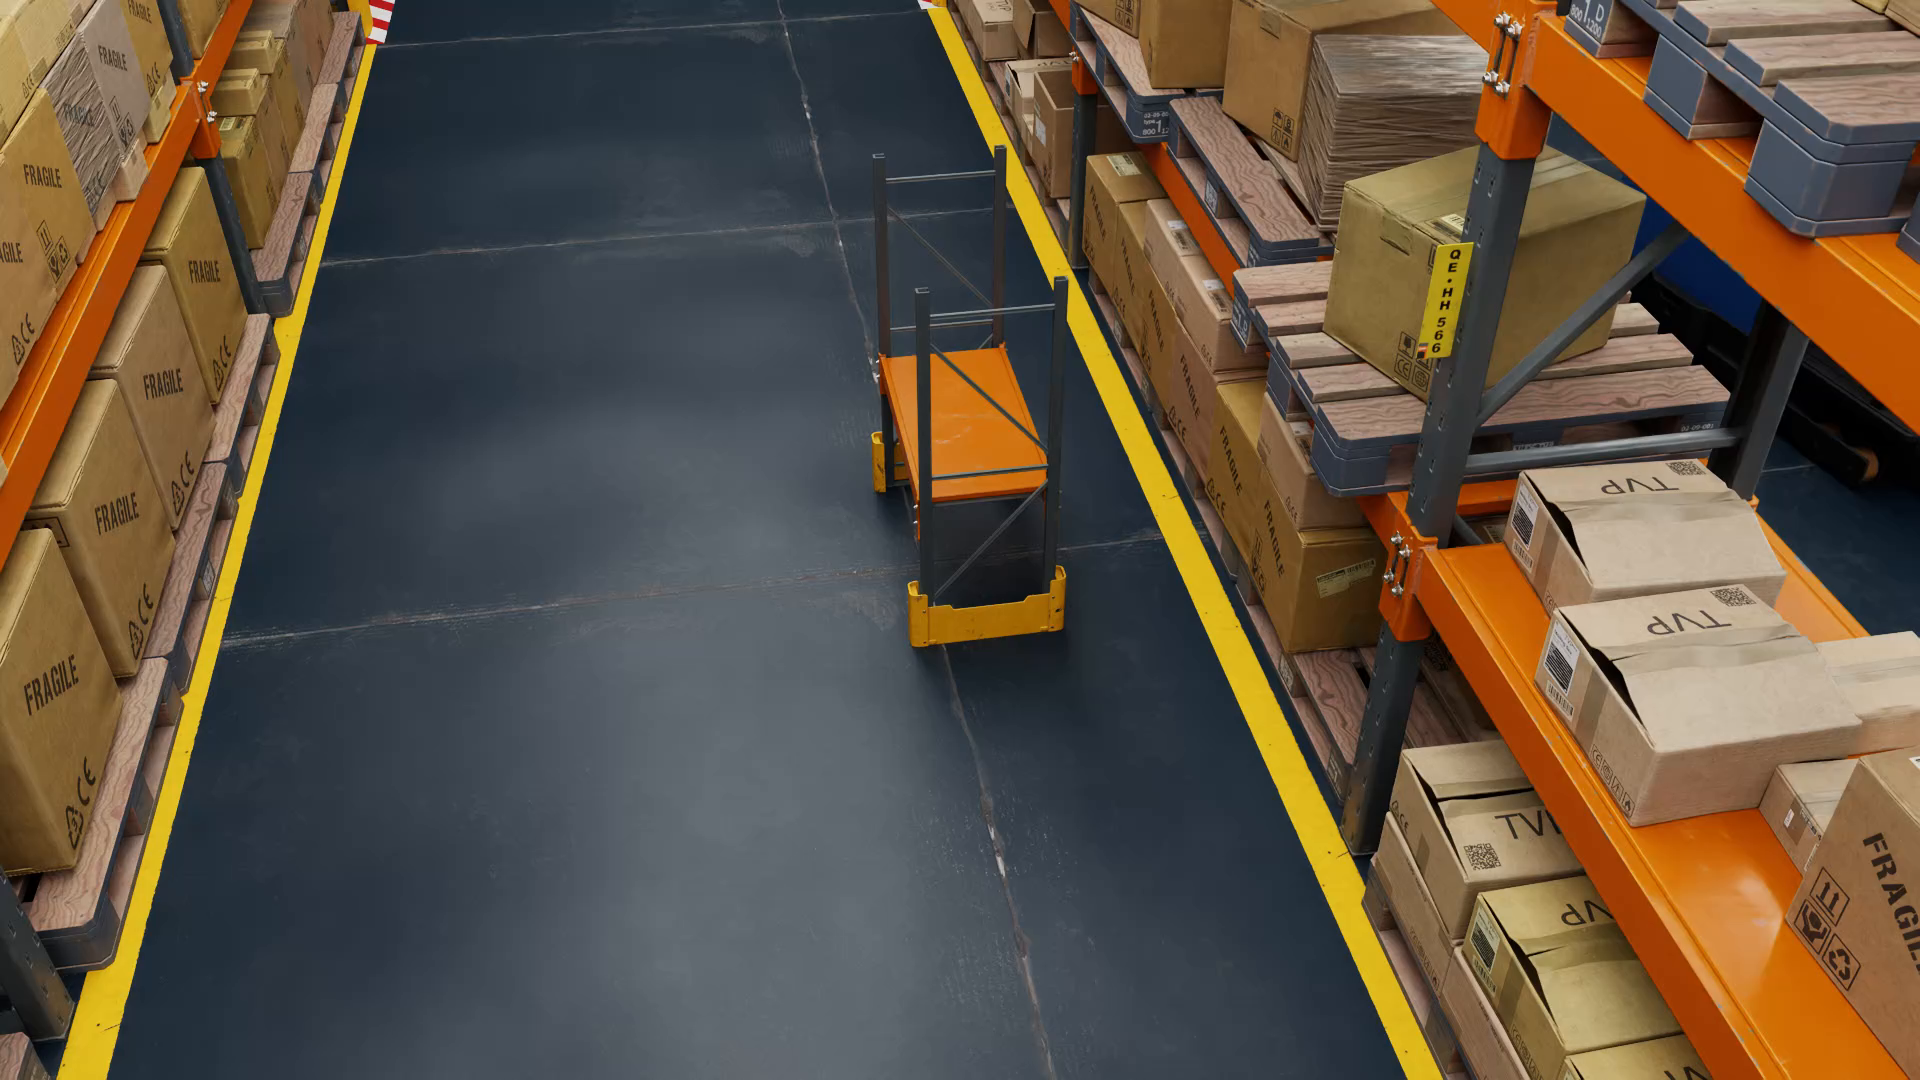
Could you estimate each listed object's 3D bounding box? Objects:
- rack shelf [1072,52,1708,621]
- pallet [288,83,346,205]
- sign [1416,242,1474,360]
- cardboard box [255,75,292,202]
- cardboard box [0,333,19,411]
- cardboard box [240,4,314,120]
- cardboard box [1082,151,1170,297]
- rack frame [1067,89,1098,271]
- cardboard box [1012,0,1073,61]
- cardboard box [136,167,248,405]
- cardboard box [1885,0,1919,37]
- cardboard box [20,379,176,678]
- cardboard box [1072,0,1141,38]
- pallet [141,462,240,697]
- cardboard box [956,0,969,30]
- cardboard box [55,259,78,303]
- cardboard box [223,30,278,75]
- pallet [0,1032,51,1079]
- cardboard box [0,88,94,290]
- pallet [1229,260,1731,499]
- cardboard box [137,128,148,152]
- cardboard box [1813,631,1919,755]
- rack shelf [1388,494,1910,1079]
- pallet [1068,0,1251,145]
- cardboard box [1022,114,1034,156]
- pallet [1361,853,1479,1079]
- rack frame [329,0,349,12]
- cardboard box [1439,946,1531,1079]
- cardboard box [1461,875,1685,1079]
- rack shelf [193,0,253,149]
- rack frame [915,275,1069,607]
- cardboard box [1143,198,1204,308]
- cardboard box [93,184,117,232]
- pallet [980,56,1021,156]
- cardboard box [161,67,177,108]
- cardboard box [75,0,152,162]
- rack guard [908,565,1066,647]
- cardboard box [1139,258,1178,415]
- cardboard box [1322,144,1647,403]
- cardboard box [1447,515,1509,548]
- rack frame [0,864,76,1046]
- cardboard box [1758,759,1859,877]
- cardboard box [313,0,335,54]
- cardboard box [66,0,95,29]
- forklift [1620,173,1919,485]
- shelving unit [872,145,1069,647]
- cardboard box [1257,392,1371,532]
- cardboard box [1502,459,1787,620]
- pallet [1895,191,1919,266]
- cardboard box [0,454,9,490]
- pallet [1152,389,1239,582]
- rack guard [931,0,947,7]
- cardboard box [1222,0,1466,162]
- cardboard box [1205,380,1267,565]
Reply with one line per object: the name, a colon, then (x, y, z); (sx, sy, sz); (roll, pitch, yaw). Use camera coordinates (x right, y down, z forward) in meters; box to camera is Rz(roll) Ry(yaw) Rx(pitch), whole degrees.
rack shelf: (1.408, -1.163, 6.388); (1.077, 0.370, 4.000); (-6, 38, -8)
pallet: (-4.093, -2.225, 9.442); (1.003, 0.211, 1.213); (-6, 38, -8)
sign: (1.226, -0.601, 4.199); (0.100, 0.325, 0.005); (-6, 38, -8)
cardboard box: (-3.934, -2.065, 8.658); (0.700, 0.500, 0.500); (-7, 38, -8)
cardboard box: (-3.034, -0.507, 4.617); (0.500, 0.500, 0.500); (-5, 38, -6)
cardboard box: (-4.123, -2.696, 9.471); (0.700, 0.500, 0.500); (-7, 38, -9)
cardboard box: (0.902, -1.523, 7.944); (0.500, 0.500, 0.500); (-8, 39, -10)
rack frame: (1.057, -2.655, 7.722); (1.000, 3.000, 0.127); (-6, 38, -8)
cardboard box: (0.723, -2.977, 9.813); (0.797, 0.503, 0.637); (-6, 38, -8)
cardboard box: (-3.577, -1.058, 7.077); (0.750, 0.750, 0.750); (-6, 38, -7)
cardboard box: (2.003, -0.947, 2.859); (0.500, 0.250, 0.500); (-5, 38, -7)
cardboard box: (-3.265, -0.009, 5.726); (0.750, 0.750, 0.750); (-6, 38, -8)
cardboard box: (0.920, -2.550, 7.163); (0.700, 0.500, 0.500); (-19, 42, -23)
pallet: (-3.393, 0.178, 6.349); (1.003, 0.211, 1.213); (-6, 38, -8)
cardboard box: (0.259, -3.498, 10.690); (0.500, 0.250, 0.500); (-6, 38, -8)
cardboard box: (-3.267, -0.921, 5.679); (0.380, 0.149, 0.250); (-5, 38, -7)
cardboard box: (-3.822, -2.559, 8.765); (0.380, 0.149, 0.250); (-7, 38, -9)
pallet: (-2.983, 1.870, 4.171); (1.003, 0.211, 1.213); (-6, 38, -8)
cardboard box: (-3.219, -1.120, 5.407); (0.500, 0.500, 0.500); (-5, 38, -7)
pallet: (1.570, -0.565, 5.188); (1.213, 0.211, 1.003); (-6, 38, -8)
cardboard box: (-3.413, -1.544, 6.480); (0.380, 0.149, 0.250); (-5, 38, -7)
cardboard box: (2.188, 0.374, 4.028); (0.380, 0.149, 0.250); (-6, 38, -8)
rack shelf: (2.109, 1.253, 3.278); (1.077, 0.370, 4.000); (-6, 38, -8)
pallet: (1.090, -2.085, 7.145); (1.003, 0.211, 1.213); (-6, 38, -8)
cardboard box: (0.553, -2.236, 9.149); (0.380, 0.149, 0.250); (-6, 38, -8)
pallet: (1.864, 1.364, 4.822); (1.003, 0.211, 1.213); (-6, 38, -8)
rack frame: (-4.521, -4.536, 10.143); (1.000, 3.000, 0.127); (-6, 38, -8)
cardboard box: (1.650, 1.333, 4.489); (0.500, 0.250, 0.500); (-7, 38, -9)
cardboard box: (1.661, 1.124, 4.300); (0.500, 0.311, 0.500); (-7, 38, -9)
rack shelf: (-4.170, -3.044, 8.809); (1.077, 0.370, 4.000); (-6, 38, -8)
rack frame: (0.104, -0.234, 5.828); (0.500, 1.500, 0.032); (-6, 38, -8)
cardboard box: (1.077, -1.215, 6.937); (0.500, 0.250, 0.500); (-6, 38, -8)
cardboard box: (-3.331, -1.235, 6.084); (0.380, 0.149, 0.250); (-6, 38, -8)
pallet: (0.720, -2.707, 10.062); (1.003, 0.211, 1.213); (-6, 38, -8)
cardboard box: (-3.481, -1.855, 6.881); (0.380, 0.149, 0.250); (-6, 38, -8)
cardboard box: (-3.391, -1.726, 6.186); (0.500, 0.500, 0.500); (-6, 38, -8)
rack guard: (0.101, 0.248, 6.227); (0.587, 0.250, 0.087); (-6, 38, -8)
cardboard box: (1.087, -0.899, 7.142); (0.500, 0.500, 0.500); (-6, 38, -7)
cardboard box: (1.537, -0.812, 4.927); (0.700, 0.500, 0.500); (-19, 42, -23)
cardboard box: (1.862, -0.047, 6.044); (0.500, 0.500, 0.500); (-8, 38, -10)
rack frame: (-3.118, 0.296, 3.924); (1.000, 3.000, 0.127); (-6, 38, -8)
cardboard box: (2.037, 0.625, 3.706); (0.380, 0.149, 0.250); (-4, 38, -5)
cardboard box: (-4.299, -3.302, 10.251); (0.700, 0.500, 0.500); (-6, 38, -8)
cardboard box: (-3.405, -2.016, 5.949); (0.500, 0.250, 0.500); (-5, 38, -7)
forklift: (4.158, -1.683, 6.527); (1.130, 2.935, 3.031); (-13, 40, -17)
shelving unit: (0.013, -0.546, 6.231); (0.587, 1.500, 1.083); (-6, 38, -8)
cardboard box: (1.349, -0.295, 5.752); (0.500, 0.250, 0.500); (-5, 38, -6)
cardboard box: (1.779, 0.021, 4.351); (0.500, 0.311, 0.500); (-4, 38, -5)
pallet: (2.164, -0.273, 2.366); (1.003, 0.211, 1.213); (-5, 38, -6)
cardboard box: (-2.947, -0.159, 4.698); (0.380, 0.149, 0.250); (-5, 38, -7)
pallet: (1.454, -0.328, 7.000); (1.003, 0.211, 1.213); (-6, 38, -8)
rack guard: (0.369, -4.038, 11.540); (1.175, 0.500, 0.348); (-6, 38, -8)
cardboard box: (1.427, -1.800, 6.198); (0.700, 0.500, 0.500); (-16, 41, -19)
cardboard box: (1.273, -0.278, 6.341); (0.500, 0.500, 0.500); (-8, 38, -10)
